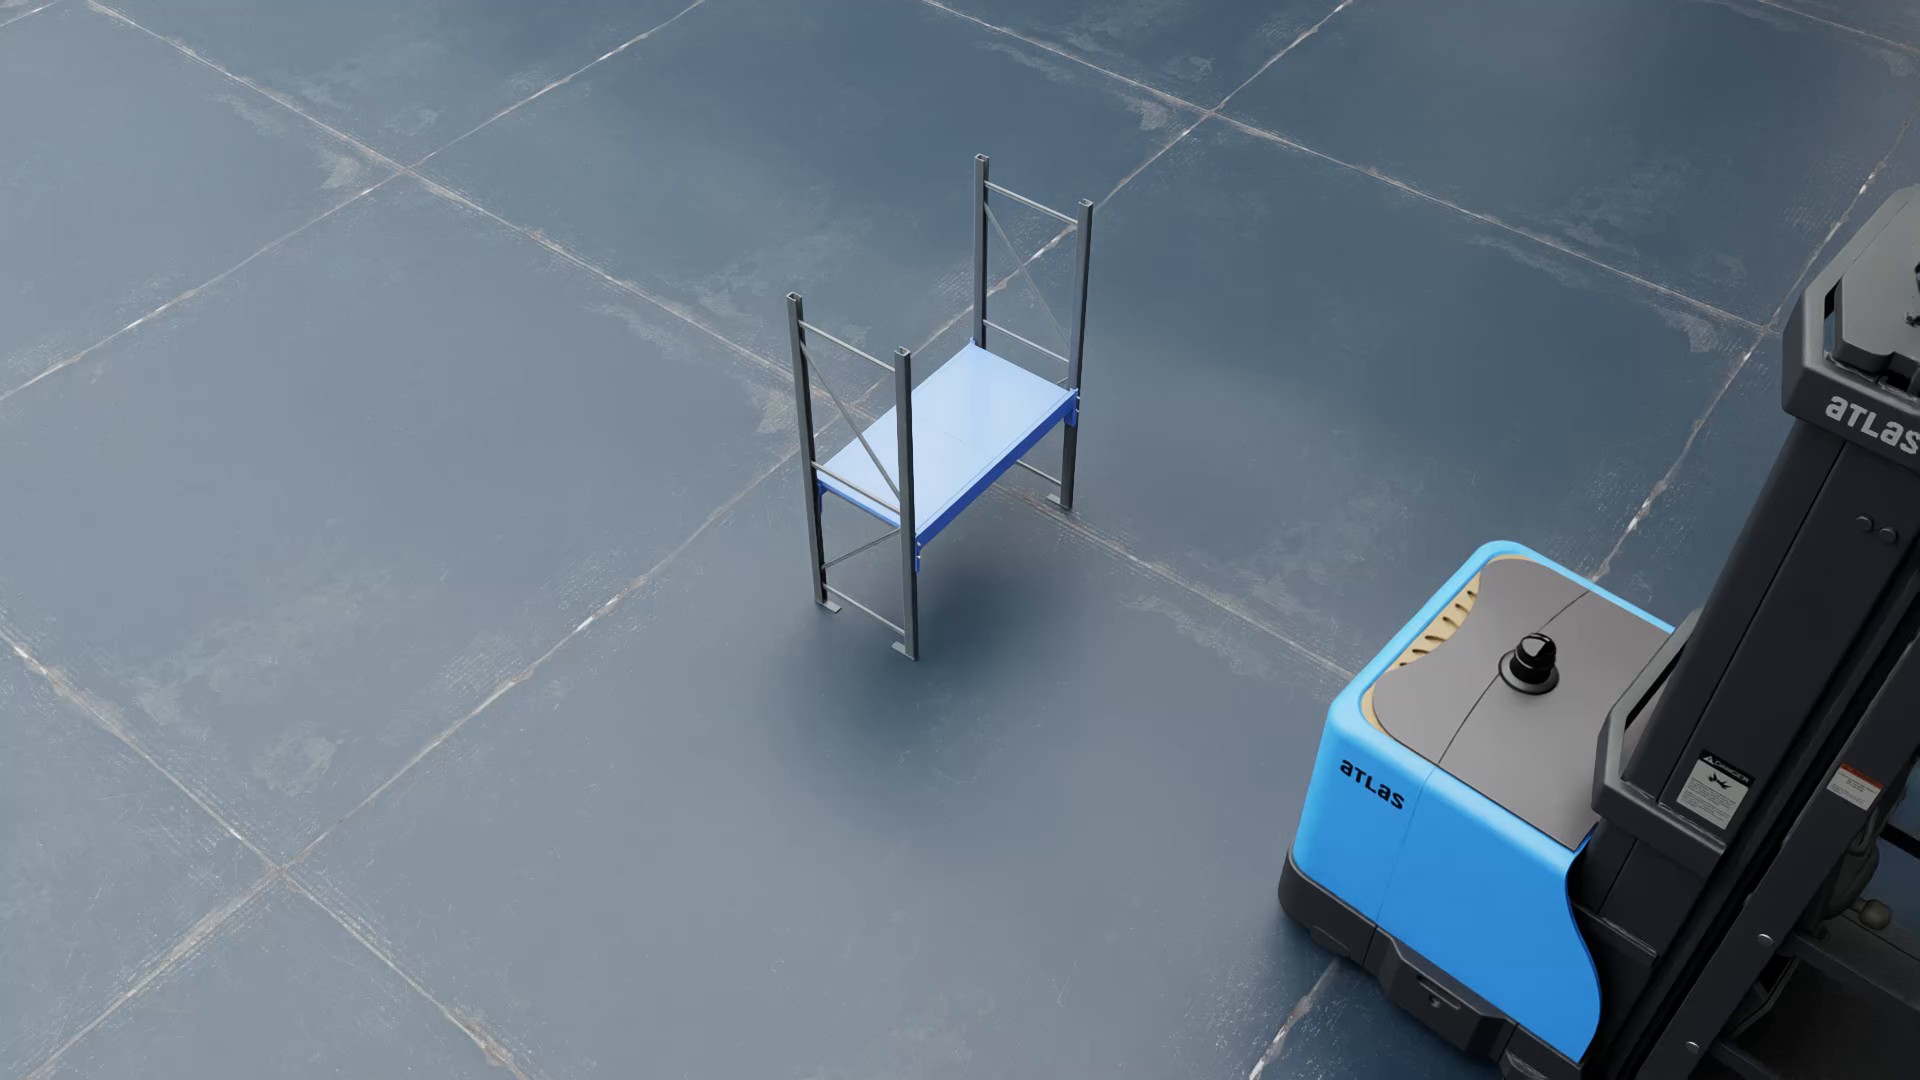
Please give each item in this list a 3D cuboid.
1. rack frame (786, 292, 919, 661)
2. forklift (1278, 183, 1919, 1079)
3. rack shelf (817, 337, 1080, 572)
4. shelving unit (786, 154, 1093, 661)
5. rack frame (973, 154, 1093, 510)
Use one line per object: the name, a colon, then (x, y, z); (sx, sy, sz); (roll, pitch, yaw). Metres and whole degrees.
rack frame: (-0.363, -0.178, 5.883); (0.500, 1.500, 0.032); (29, 53, 25)
forklift: (2.485, 0.680, 4.073); (3.031, 2.935, 1.130); (33, 55, 28)
rack shelf: (-0.052, -0.345, 6.291); (0.538, 0.185, 1.000); (29, 53, 25)
shelving unit: (-0.052, -0.469, 6.161); (0.538, 1.500, 1.048); (29, 53, 25)
rack frame: (0.259, -0.760, 6.439); (0.500, 1.500, 0.032); (29, 53, 25)
